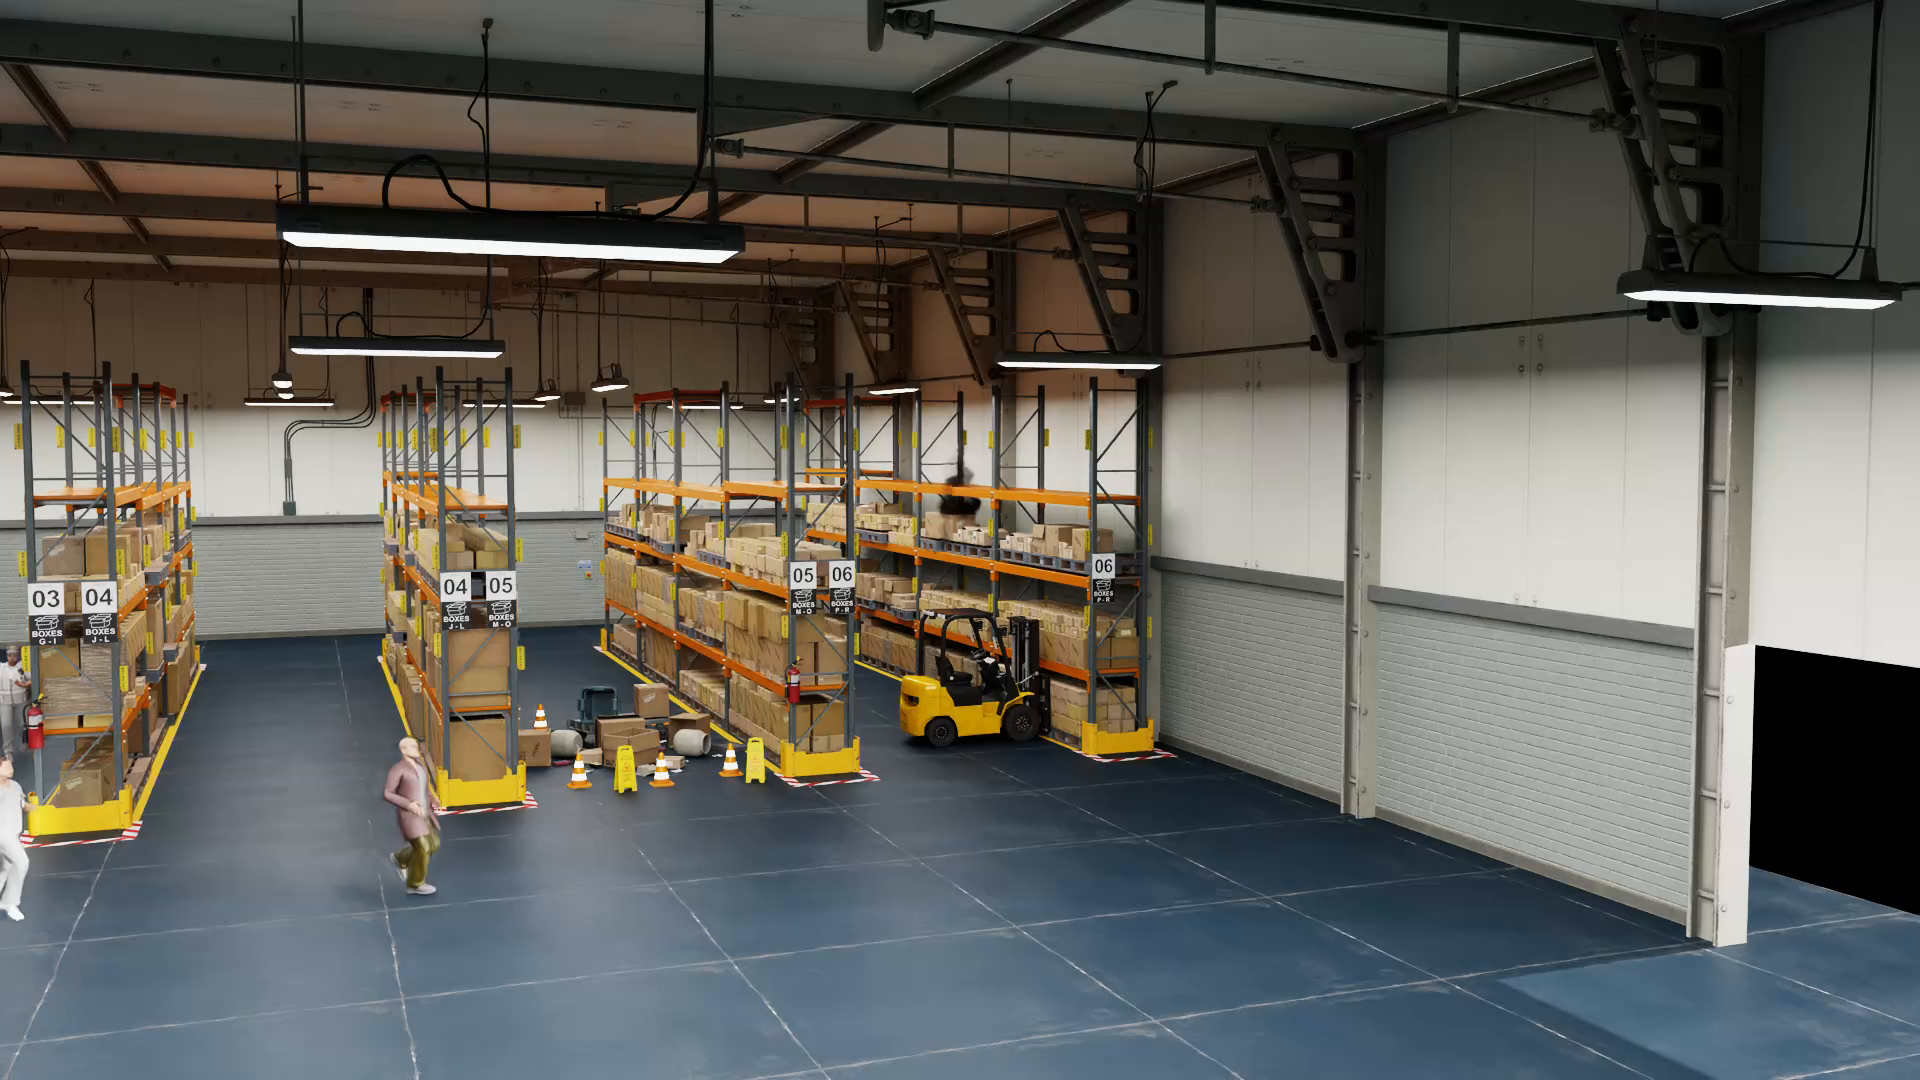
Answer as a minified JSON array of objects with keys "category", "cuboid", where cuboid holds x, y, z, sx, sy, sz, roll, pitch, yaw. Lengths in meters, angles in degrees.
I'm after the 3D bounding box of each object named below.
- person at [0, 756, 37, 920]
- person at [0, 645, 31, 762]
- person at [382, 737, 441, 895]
[{"category":"person","cuboid":[-10.010,3.120,17.432,0.716,1.717,0.536,0,3,3]},{"category":"person","cuboid":[-14.810,2.526,26.037,0.662,1.768,0.989,-2,4,-26]},{"category":"person","cuboid":[-6.062,3.032,18.338,0.669,1.724,0.707,1,4,18]}]
